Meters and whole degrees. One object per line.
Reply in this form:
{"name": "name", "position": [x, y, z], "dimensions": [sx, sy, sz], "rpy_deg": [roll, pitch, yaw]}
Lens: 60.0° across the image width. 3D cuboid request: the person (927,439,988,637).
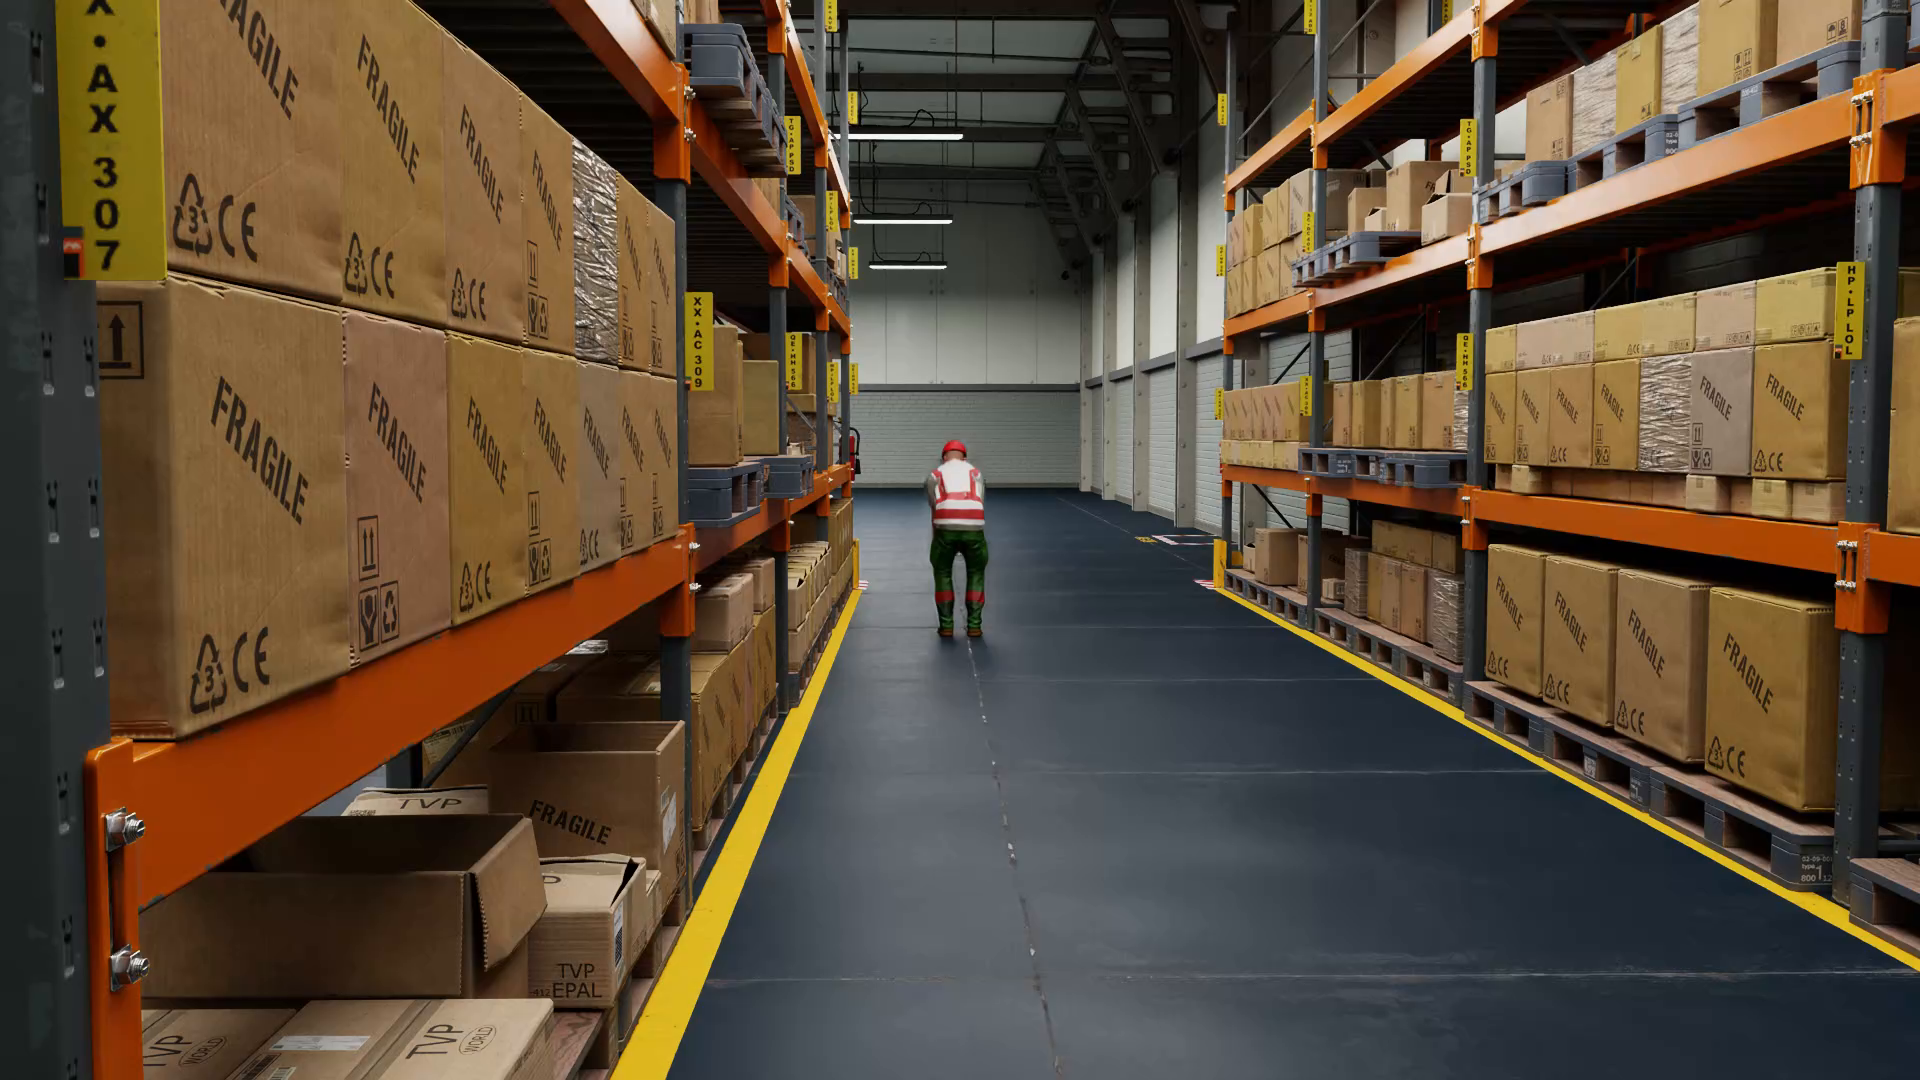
{"name": "person", "position": [-0.023, -0.028, 13.524], "dimensions": [0.492, 1.581, 0.783], "rpy_deg": [0, 4, -3]}
